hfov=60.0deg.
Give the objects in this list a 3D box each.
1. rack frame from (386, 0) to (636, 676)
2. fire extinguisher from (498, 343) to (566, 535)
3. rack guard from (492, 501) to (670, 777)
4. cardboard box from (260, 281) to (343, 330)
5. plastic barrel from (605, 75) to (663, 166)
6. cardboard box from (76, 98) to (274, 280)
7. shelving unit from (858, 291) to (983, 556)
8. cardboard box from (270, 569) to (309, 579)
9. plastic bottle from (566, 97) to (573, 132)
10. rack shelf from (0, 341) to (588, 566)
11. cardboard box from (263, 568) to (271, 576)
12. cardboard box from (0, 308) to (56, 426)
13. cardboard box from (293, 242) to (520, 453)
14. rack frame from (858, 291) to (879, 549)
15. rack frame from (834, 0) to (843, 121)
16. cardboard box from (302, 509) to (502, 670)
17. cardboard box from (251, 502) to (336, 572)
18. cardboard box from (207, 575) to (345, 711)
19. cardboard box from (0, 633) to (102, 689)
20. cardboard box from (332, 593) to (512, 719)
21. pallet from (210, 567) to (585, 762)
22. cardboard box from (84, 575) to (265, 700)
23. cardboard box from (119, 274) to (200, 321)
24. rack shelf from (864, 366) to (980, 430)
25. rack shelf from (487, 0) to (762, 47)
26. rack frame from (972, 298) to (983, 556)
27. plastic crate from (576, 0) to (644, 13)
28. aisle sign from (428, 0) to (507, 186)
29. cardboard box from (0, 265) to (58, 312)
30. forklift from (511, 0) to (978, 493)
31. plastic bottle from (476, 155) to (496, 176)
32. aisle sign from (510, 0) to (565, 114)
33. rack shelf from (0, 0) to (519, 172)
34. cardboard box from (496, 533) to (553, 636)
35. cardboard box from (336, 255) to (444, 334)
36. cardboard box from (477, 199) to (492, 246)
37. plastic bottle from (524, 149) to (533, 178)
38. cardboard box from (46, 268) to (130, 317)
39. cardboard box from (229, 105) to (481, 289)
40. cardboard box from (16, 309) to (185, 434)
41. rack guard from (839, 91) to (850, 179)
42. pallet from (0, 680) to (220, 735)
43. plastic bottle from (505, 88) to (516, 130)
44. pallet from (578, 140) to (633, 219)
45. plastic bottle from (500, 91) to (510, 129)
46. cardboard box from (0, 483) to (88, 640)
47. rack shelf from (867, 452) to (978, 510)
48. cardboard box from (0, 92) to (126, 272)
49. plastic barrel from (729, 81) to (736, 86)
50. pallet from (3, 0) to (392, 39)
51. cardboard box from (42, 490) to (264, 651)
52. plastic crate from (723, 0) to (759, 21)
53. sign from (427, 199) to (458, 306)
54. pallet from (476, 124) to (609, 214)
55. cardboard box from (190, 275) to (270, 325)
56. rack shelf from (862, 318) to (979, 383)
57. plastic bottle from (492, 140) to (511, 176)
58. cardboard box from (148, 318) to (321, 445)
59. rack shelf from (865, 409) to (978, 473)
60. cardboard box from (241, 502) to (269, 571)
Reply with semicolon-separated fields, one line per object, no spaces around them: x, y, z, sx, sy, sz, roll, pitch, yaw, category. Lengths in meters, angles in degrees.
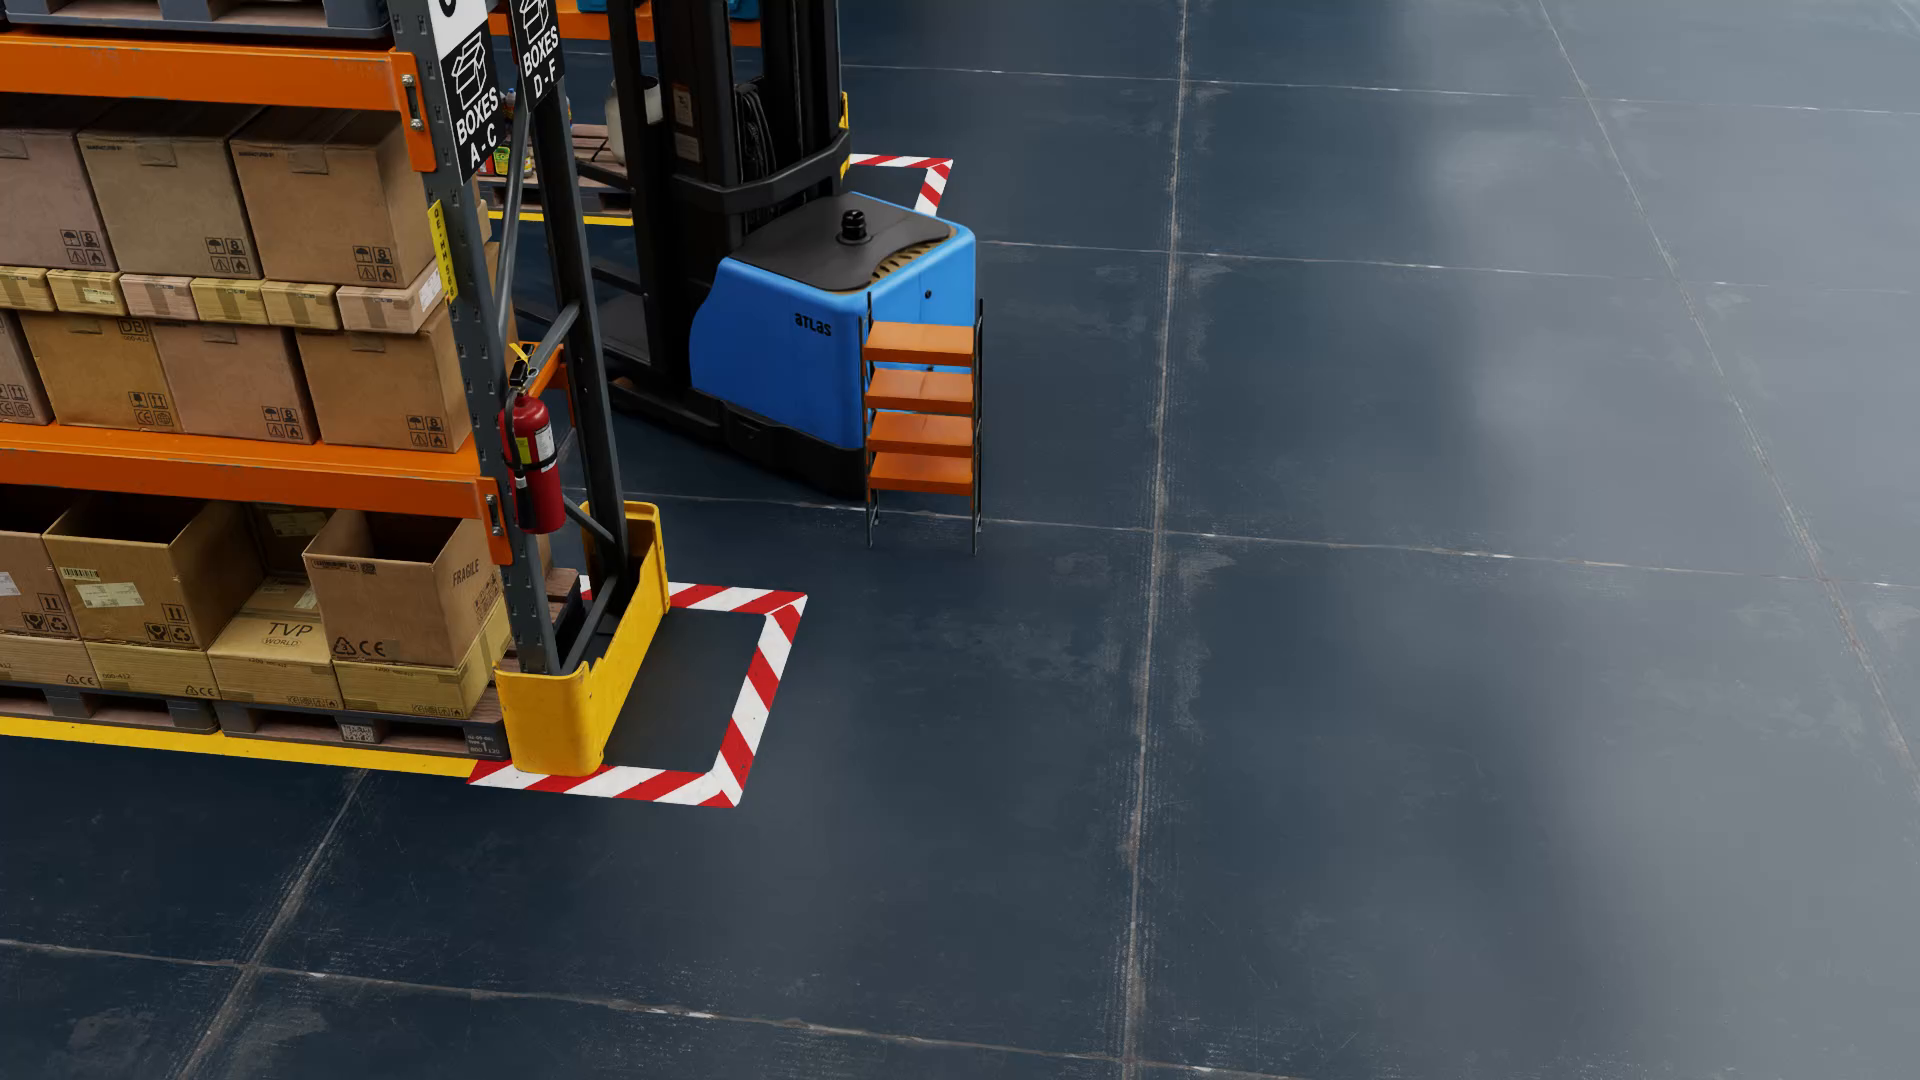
-1.541;-0.646;6.073;0.127;3.000;1.000;4;36;6;rack frame
-1.483;-0.338;5.708;0.183;0.674;0.296;4;36;6;fire extinguisher
-1.518;0.373;6.797;0.348;0.500;1.175;4;36;6;rack guard
-2.205;-0.888;5.767;0.250;0.149;0.380;5;36;7;cardboard box
-2.067;-2.700;10.731;0.421;0.512;0.421;0;36;0;plastic barrel
-2.578;-1.296;5.781;0.500;0.500;0.700;3;36;5;cardboard box
-0.164;-0.501;7.419;0.503;1.200;0.258;4;36;6;shelving unit
-2.541;0.100;7.034;0.500;0.250;0.500;4;36;6;cardboard box
-2.665;-2.882;11.176;0.097;0.271;0.097;0;36;0;plastic bottle
-3.525;-0.501;6.489;4.000;0.370;1.077;4;36;6;rack shelf
-3.037;0.062;7.086;0.500;0.250;0.500;4;36;6;cardboard box
-3.539;-0.842;6.261;0.500;0.500;0.700;5;36;7;cardboard box
-2.003;-0.729;6.103;0.500;0.500;0.700;4;36;6;cardboard box
-0.406;-0.519;7.444;0.015;1.200;0.240;4;36;6;rack frame
-0.907;-3.500;10.072;0.127;3.000;1.000;4;36;6;rack frame
-2.111;0.129;6.347;0.500;0.500;0.500;4;36;6;cardboard box
-2.541;-0.207;6.817;0.500;0.500;0.500;4;36;6;cardboard box
-2.608;0.403;6.609;0.500;0.250;0.500;4;36;6;cardboard box
-3.600;0.329;6.713;0.500;0.250;0.500;4;36;6;cardboard box
-2.111;0.433;6.567;0.500;0.250;0.500;4;36;6;cardboard box
-2.305;0.457;6.929;1.213;0.211;1.003;4;36;6;pallet
-3.105;0.367;6.659;0.500;0.250;0.500;4;36;6;cardboard box
-2.707;-0.927;5.822;0.250;0.149;0.380;5;36;7;cardboard box
-0.164;-0.628;7.328;0.480;0.148;0.258;4;36;6;rack shelf
-2.891;-3.355;10.488;4.000;0.370;1.077;4;36;6;rack shelf
0.078;-0.483;7.393;0.015;1.200;0.240;4;36;6;rack frame
-2.085;-3.355;9.997;0.408;0.251;0.499;4;36;6;plastic crate
-1.514;-1.530;5.074;0.004;0.787;0.394;4;36;6;aisle sign
-3.229;-0.964;5.874;0.250;0.149;0.380;5;36;7;cardboard box
-1.400;-2.100;8.169;3.031;2.935;1.130;23;41;29;forklift
-3.031;-2.488;10.620;0.135;0.276;0.152;5;36;6;plastic bottle
-1.437;-1.876;5.558;0.004;0.787;0.394;4;36;6;aisle sign
-3.525;-1.722;5.618;4.000;0.370;1.077;4;36;6;rack shelf
-2.045;0.134;6.985;0.500;0.250;0.500;4;36;6;cardboard box
-1.945;-0.869;5.741;0.250;0.149;0.380;4;36;5;cardboard box
-1.903;-1.104;6.070;0.250;0.149;0.380;4;36;6;cardboard box
-2.784;-2.423;10.593;0.097;0.201;0.097;0;36;0;plastic bottle
-2.968;-0.946;5.848;0.250;0.149;0.380;5;36;7;cardboard box
-2.055;-1.261;5.731;0.500;0.500;0.700;4;36;6;cardboard box
-3.016;-0.805;6.209;0.500;0.500;0.700;4;36;6;cardboard box
-0.988;-2.461;10.768;0.348;0.500;1.175;4;36;6;rack guard
-3.512;0.365;7.057;1.213;0.211;1.003;4;36;6;pallet
-3.005;-2.907;11.211;0.097;0.271;0.097;0;36;0;plastic bottle
-1.793;-2.406;10.940;1.213;0.211;1.003;4;36;6;pallet
-3.105;-2.915;11.222;0.097;0.271;0.097;0;36;0;plastic bottle
-3.601;0.026;6.492;0.500;0.500;0.500;4;36;6;cardboard box
-0.164;-0.284;7.573;0.480;0.148;0.258;4;36;6;rack shelf
-3.078;-1.333;5.833;0.500;0.500;0.700;4;36;6;cardboard box
-1.569;-2.663;10.679;0.421;0.512;0.421;0;36;0;plastic barrel
-2.239;-1.898;5.322;1.213;0.211;1.003;4;36;6;pallet
-3.105;0.063;6.439;0.500;0.500;0.500;4;36;6;cardboard box
-1.441;-3.304;9.925;0.616;0.251;0.499;4;36;6;plastic crate
-1.624;-0.902;5.231;0.005;0.325;0.100;4;36;6;sign
-3.000;-2.498;11.069;1.213;0.211;1.003;4;36;6;pallet
-2.458;-0.907;5.794;0.250;0.149;0.380;4;36;5;cardboard box
-0.164;-0.820;7.190;0.480;0.148;0.258;4;36;6;rack shelf
-2.903;-2.455;10.567;0.133;0.283;0.061;5;36;7;plastic bottle
-2.524;-0.765;6.153;0.500;0.500;0.700;5;36;7;cardboard box
-0.164;-0.446;7.458;0.480;0.148;0.258;4;36;6;rack shelf
-3.039;-0.236;6.859;0.500;0.500;0.500;4;36;6;cardboard box
